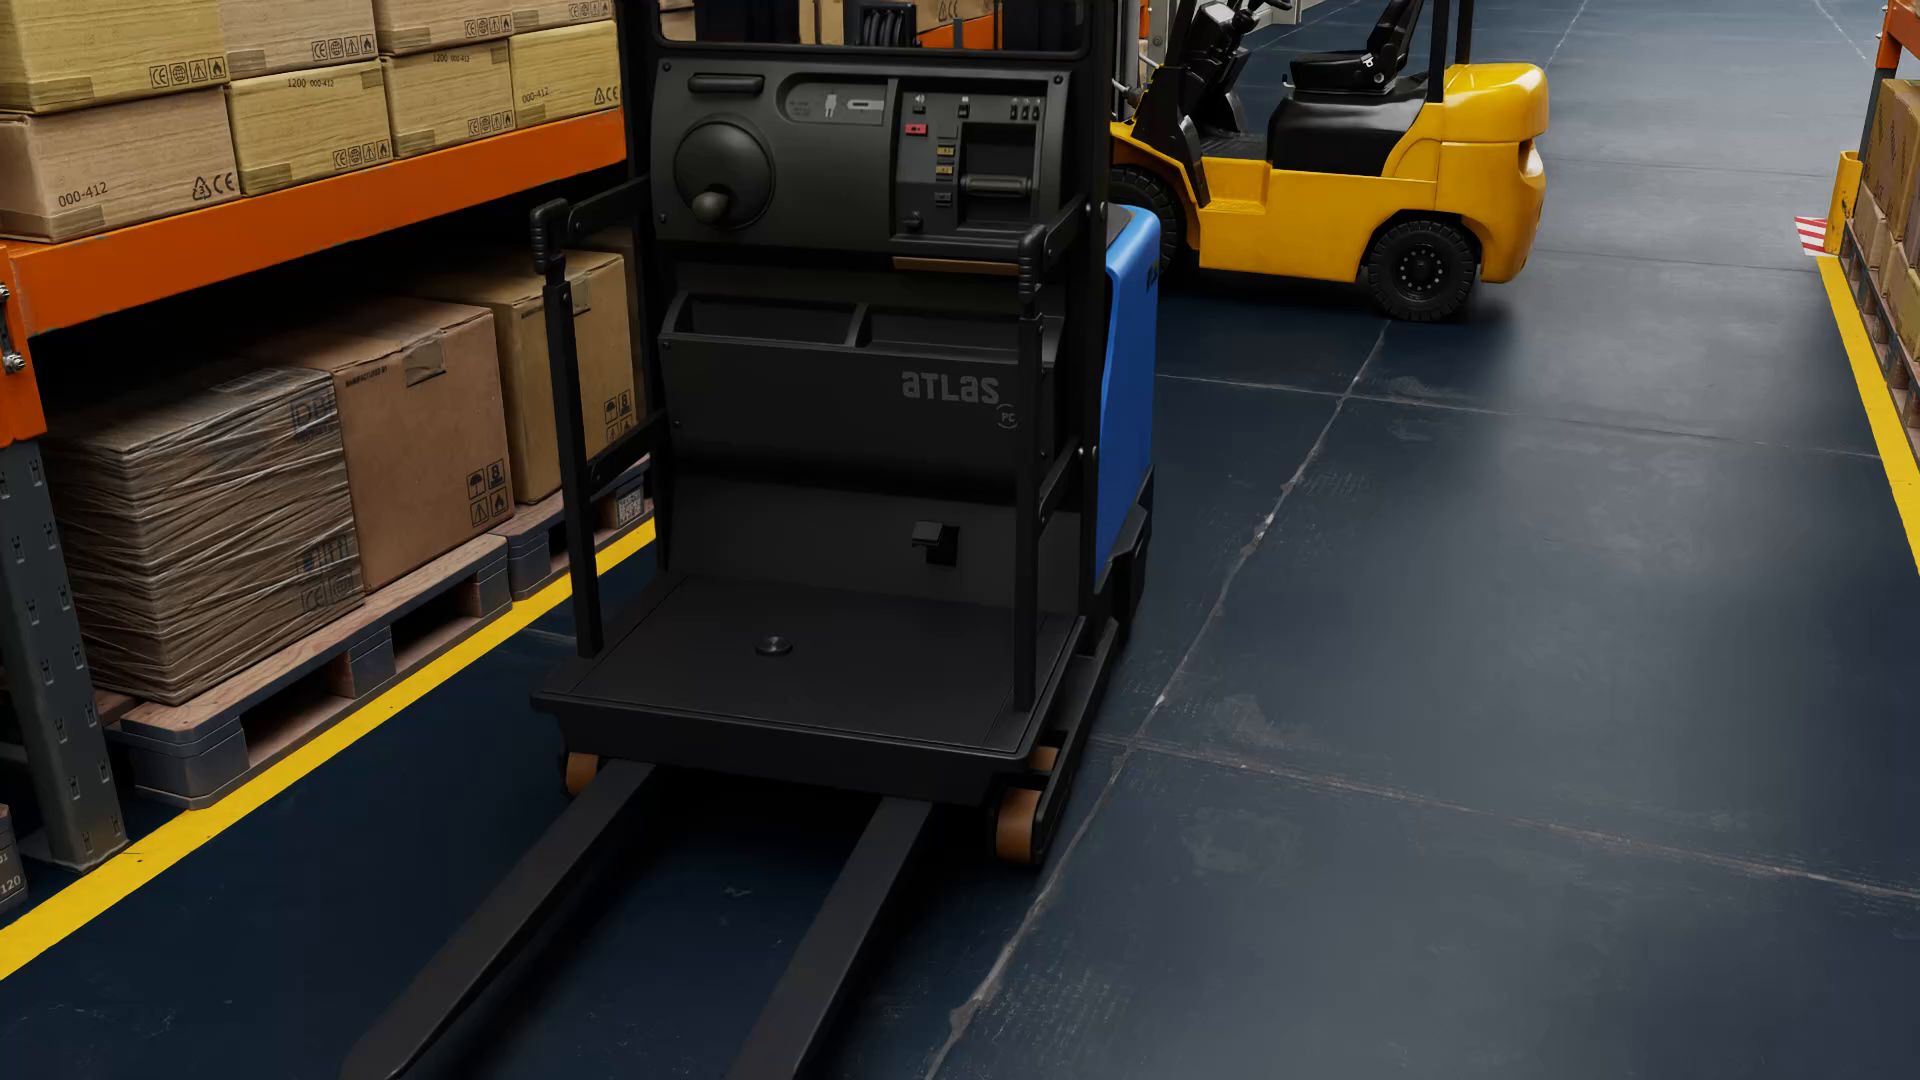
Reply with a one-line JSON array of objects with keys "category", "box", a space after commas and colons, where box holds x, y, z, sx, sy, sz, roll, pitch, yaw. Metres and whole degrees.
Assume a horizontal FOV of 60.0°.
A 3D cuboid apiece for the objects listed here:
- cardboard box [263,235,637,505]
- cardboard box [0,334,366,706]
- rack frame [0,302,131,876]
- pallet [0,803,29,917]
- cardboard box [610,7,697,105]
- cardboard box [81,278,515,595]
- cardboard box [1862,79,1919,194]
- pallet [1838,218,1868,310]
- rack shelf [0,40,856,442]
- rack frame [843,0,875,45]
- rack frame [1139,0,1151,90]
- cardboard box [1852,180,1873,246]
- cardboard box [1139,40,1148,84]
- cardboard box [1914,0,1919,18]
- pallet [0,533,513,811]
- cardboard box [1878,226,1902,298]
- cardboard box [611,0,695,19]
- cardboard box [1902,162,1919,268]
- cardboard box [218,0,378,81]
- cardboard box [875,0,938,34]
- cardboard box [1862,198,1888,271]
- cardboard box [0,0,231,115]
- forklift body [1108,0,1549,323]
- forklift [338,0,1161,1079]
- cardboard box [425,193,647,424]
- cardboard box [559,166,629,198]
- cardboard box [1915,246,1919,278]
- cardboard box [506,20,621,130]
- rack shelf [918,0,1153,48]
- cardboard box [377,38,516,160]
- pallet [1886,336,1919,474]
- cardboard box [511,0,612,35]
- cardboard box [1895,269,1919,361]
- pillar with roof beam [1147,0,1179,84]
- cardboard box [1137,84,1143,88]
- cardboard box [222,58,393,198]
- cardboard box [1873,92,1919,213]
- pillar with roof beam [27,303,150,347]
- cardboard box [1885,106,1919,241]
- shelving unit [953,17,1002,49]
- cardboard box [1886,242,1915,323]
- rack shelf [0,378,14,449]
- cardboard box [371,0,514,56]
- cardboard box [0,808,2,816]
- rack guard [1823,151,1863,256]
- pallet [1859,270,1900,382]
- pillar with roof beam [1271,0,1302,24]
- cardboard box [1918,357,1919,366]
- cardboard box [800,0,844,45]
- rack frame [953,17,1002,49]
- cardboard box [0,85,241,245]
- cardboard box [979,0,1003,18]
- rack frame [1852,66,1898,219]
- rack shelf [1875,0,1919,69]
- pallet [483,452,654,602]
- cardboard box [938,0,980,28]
[{"category": "cardboard box", "box": [-1.575, -0.558, 5.230, 0.875, 0.625, 0.625, 8, 24, 18]}, {"category": "cardboard box", "box": [-2.060, -0.082, 4.091, 0.875, 0.625, 0.625, 10, 25, 22]}, {"category": "rack frame", "box": [-2.304, -0.763, 3.184, 1.000, 3.000, 0.127, 9, 24, 20]}, {"category": "pallet", "box": [-2.617, 0.786, 3.095, 1.003, 0.211, 1.213, 9, 24, 20]}, {"category": "cardboard box", "box": [-1.157, -1.553, 5.271, 0.500, 0.250, 0.500, 9, 24, 20]}, {"category": "cardboard box", "box": [-1.824, -0.317, 4.653, 0.875, 0.625, 0.625, 10, 25, 22]}, {"category": "cardboard box", "box": [4.713, -1.930, 8.027, 0.500, 0.500, 0.500, 8, 24, 18]}, {"category": "pallet", "box": [4.915, -1.317, 8.128, 1.003, 0.211, 1.213, 9, 24, 20]}, {"category": "rack shelf", "box": [-1.561, -1.146, 5.036, 1.077, 0.370, 4.000, 9, 24, 20]}, {"category": "rack frame", "box": [-0.818, -2.194, 6.611, 1.000, 3.000, 0.127, 9, 24, 20]}, {"category": "rack frame", "box": [0.667, -3.626, 10.038, 1.000, 3.000, 0.127, 9, 24, 20]}, {"category": "cardboard box", "box": [4.721, -1.592, 8.193, 0.500, 0.250, 0.500, 9, 24, 20]}, {"category": "cardboard box", "box": [0.786, -2.802, 9.793, 0.500, 0.250, 0.500, 10, 25, 22]}, {"category": "cardboard box", "box": [4.568, -2.448, 7.546, 0.380, 0.149, 0.250, 9, 24, 21]}, {"category": "pallet", "box": [-1.962, 0.235, 4.414, 1.003, 0.211, 1.213, 9, 24, 20]}, {"category": "cardboard box", "box": [4.333, -1.214, 7.286, 0.500, 0.250, 0.500, 11, 25, 24]}, {"category": "cardboard box", "box": [-1.143, -1.776, 5.156, 0.500, 0.250, 0.500, 9, 24, 21]}, {"category": "cardboard box", "box": [4.138, -1.371, 6.690, 0.500, 0.500, 0.500, 10, 25, 23]}, {"category": "cardboard box", "box": [-1.725, -1.227, 3.842, 0.500, 0.250, 0.500, 10, 25, 22]}, {"category": "cardboard box", "box": [-0.411, -2.362, 6.882, 0.500, 0.500, 0.500, 8, 24, 19]}, {"category": "cardboard box", "box": [4.524, -1.411, 7.758, 0.500, 0.250, 0.500, 10, 25, 22]}, {"category": "cardboard box", "box": [-1.889, -1.044, 3.405, 0.500, 0.250, 0.500, 9, 24, 20]}, {"category": "forklift body", "box": [1.657, -2.294, 7.952, 2.313, 2.155, 1.214, 9, 24, 20]}, {"category": "forklift", "box": [-0.279, -0.818, 3.406, 1.130, 2.935, 3.031, 6, 23, 13]}, {"category": "cardboard box", "box": [-1.297, -0.827, 5.875, 0.875, 0.625, 0.625, 9, 24, 20]}, {"category": "cardboard box", "box": [-1.002, -1.104, 6.537, 0.875, 0.625, 0.625, 10, 25, 22]}, {"category": "cardboard box", "box": [3.949, -1.188, 6.253, 0.500, 0.500, 0.500, 9, 24, 21]}, {"category": "cardboard box", "box": [-1.342, -1.367, 4.826, 0.500, 0.250, 0.500, 10, 25, 22]}, {"category": "rack shelf", "box": [-0.075, -2.578, 8.463, 1.077, 0.370, 4.000, 9, 24, 20]}, {"category": "cardboard box", "box": [-1.536, -1.182, 4.382, 0.500, 0.250, 0.500, 8, 24, 18]}, {"category": "pallet", "box": [4.008, -0.444, 6.038, 1.003, 0.211, 1.213, 9, 24, 20]}, {"category": "cardboard box", "box": [-1.348, -1.598, 4.730, 0.500, 0.250, 0.500, 9, 24, 21]}, {"category": "cardboard box", "box": [3.950, -0.852, 6.420, 0.500, 0.250, 0.500, 8, 24, 19]}, {"category": "pillar with roof beam", "box": [5.798, -7.804, 12.259, 9.100, 9.000, 0.400, 9, 24, 20]}, {"category": "cardboard box", "box": [0.777, -2.562, 9.866, 0.500, 0.250, 0.500, 8, 24, 19]}, {"category": "cardboard box", "box": [-1.721, -0.997, 3.939, 0.500, 0.250, 0.500, 8, 24, 19]}, {"category": "cardboard box", "box": [4.523, -1.742, 7.578, 0.500, 0.500, 0.500, 8, 24, 18]}, {"category": "pillar with roof beam", "box": [1.340, -3.510, 1.978, 9.100, 9.000, 0.400, 9, 24, 20]}, {"category": "cardboard box", "box": [4.329, -1.564, 7.151, 0.500, 0.500, 0.500, 9, 24, 21]}, {"category": "shelving unit", "box": [0.082, -0.883, 5.418, 0.431, 1.500, 0.755, 6, 23, 13]}, {"category": "cardboard box", "box": [4.143, -1.033, 6.854, 0.500, 0.250, 0.500, 9, 24, 21]}, {"category": "rack shelf", "box": [-3.047, 0.285, 1.609, 1.077, 0.370, 4.000, 9, 24, 20]}, {"category": "cardboard box", "box": [-1.514, -1.412, 4.284, 0.500, 0.250, 0.500, 8, 24, 19]}, {"category": "cardboard box", "box": [-2.262, 0.379, 3.149, 0.500, 0.500, 0.500, 10, 24, 22]}, {"category": "rack guard", "box": [5.249, -1.736, 8.756, 1.175, 0.500, 0.348, 9, 24, 20]}, {"category": "pallet", "box": [4.460, -0.882, 7.087, 1.003, 0.211, 1.213, 9, 24, 20]}, {"category": "pillar with roof beam", "box": [8.026, -9.952, 17.399, 9.100, 9.000, 0.400, 9, 24, 20]}, {"category": "cardboard box", "box": [3.762, -0.660, 5.961, 0.500, 0.250, 0.500, 10, 25, 22]}, {"category": "cardboard box", "box": [-0.763, -1.907, 6.119, 0.500, 0.250, 0.500, 9, 24, 21]}, {"category": "rack frame", "box": [0.174, -1.020, 5.745, 0.400, 1.500, 0.023, 6, 23, 13]}, {"category": "cardboard box", "box": [-1.912, -0.817, 3.509, 0.500, 0.250, 0.500, 9, 24, 20]}, {"category": "cardboard box", "box": [-0.046, -2.732, 7.769, 0.500, 0.500, 0.500, 9, 24, 20]}, {"category": "rack frame", "box": [5.277, -2.916, 8.340, 1.000, 3.000, 0.127, 9, 24, 20]}, {"category": "rack shelf", "box": [4.534, -1.869, 6.765, 1.077, 0.370, 4.000, 9, 24, 20]}, {"category": "pallet", "box": [-1.507, -0.200, 5.455, 1.003, 0.211, 1.213, 9, 24, 20]}, {"category": "cardboard box", "box": [-0.233, -2.550, 7.334, 0.500, 0.500, 0.500, 9, 24, 21]}]
